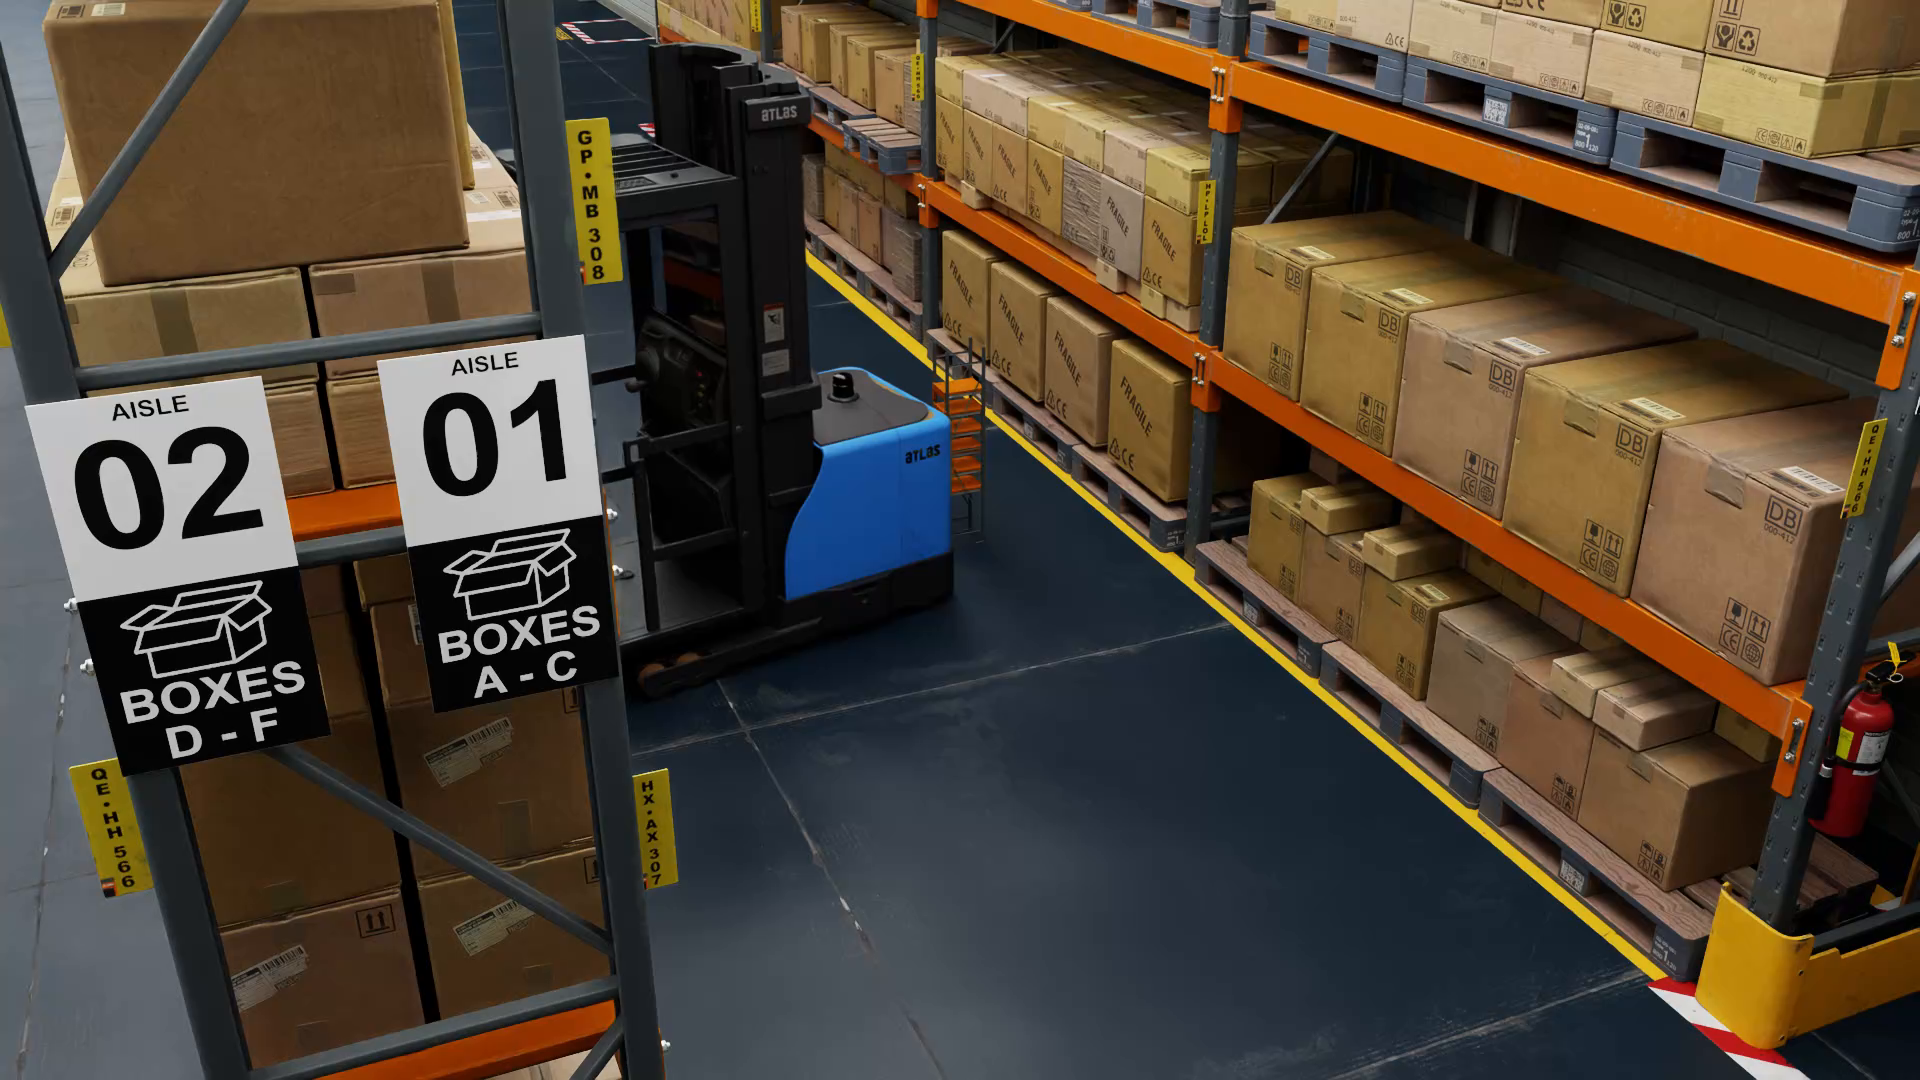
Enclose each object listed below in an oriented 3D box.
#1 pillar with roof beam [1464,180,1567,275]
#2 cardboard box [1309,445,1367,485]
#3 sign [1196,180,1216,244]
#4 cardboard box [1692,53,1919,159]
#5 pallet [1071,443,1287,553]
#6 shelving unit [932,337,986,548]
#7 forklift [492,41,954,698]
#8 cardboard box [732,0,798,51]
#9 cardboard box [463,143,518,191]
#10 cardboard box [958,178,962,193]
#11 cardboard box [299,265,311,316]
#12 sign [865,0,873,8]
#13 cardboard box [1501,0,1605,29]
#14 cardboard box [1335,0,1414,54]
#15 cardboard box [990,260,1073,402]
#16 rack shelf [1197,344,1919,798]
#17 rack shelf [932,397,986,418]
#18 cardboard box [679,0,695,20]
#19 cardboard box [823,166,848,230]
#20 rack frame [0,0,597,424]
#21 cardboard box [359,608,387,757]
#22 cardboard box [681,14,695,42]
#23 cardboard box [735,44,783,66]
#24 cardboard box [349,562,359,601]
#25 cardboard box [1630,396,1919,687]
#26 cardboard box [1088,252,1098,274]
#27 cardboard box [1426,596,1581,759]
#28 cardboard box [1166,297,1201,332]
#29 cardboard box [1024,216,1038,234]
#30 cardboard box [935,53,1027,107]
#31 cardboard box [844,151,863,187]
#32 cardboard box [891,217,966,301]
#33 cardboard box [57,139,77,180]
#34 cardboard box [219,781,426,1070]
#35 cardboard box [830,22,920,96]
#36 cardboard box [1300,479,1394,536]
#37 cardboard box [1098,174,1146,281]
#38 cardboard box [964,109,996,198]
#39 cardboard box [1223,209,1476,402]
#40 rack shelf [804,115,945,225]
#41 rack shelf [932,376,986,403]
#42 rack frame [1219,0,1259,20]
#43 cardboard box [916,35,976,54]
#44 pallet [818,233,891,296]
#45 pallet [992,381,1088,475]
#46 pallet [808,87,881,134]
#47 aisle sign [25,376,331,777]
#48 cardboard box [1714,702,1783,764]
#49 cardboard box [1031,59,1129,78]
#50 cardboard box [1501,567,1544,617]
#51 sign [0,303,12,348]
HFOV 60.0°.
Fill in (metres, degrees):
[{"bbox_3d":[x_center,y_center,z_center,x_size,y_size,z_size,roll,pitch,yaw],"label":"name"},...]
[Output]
[{"bbox_3d":[-1.128,-3.119,5.881,9.100,9.000,0.400,-11,28,-21],"label":"pillar with roof beam"},{"bbox_3d":[2.088,-0.427,8.836,0.380,0.149,0.250,-11,28,-21],"label":"cardboard box"},{"bbox_3d":[1.268,-1.684,8.551,0.100,0.325,0.005,-11,28,-21],"label":"sign"},{"bbox_3d":[2.799,-1.446,5.452,0.500,0.250,0.500,-10,28,-19],"label":"cardboard box"},{"bbox_3d":[1.392,-0.342,10.210,1.003,0.211,1.213,-11,28,-21],"label":"pallet"},{"bbox_3d":[-0.006,-0.545,9.499,0.258,1.200,0.189,-11,28,-21],"label":"shelving unit"},{"bbox_3d":[-1.540,-0.805,8.058,3.031,2.935,1.130,-17,31,-30],"label":"forklift"},{"bbox_3d":[-1.839,-4.943,15.748,0.500,0.500,0.500,-11,28,-21],"label":"cardboard box"},{"bbox_3d":[-1.378,-0.790,4.131,0.500,0.250,0.500,-11,28,-21],"label":"cardboard box"},{"bbox_3d":[0.203,-2.532,11.780,0.380,0.149,0.250,-10,28,-20],"label":"cardboard box"},{"bbox_3d":[-1.575,-0.766,4.653,0.500,0.250,0.500,-11,28,-21],"label":"cardboard box"},{"bbox_3d":[-0.860,-5.143,15.546,0.100,0.325,0.005,-11,28,-21],"label":"sign"},{"bbox_3d":[2.394,-2.195,6.131,0.500,0.500,0.500,-12,28,-23],"label":"cardboard box"},{"bbox_3d":[1.978,-2.278,7.157,0.500,0.250,0.500,-11,28,-22],"label":"cardboard box"},{"bbox_3d":[0.701,-1.460,11.293,0.750,0.750,0.750,-11,28,-21],"label":"cardboard box"},{"bbox_3d":[2.547,-0.166,7.491,1.077,0.370,4.000,-11,28,-21],"label":"rack shelf"},{"bbox_3d":[-0.006,-0.721,9.413,0.258,0.103,0.180,-11,28,-21],"label":"rack shelf"},{"bbox_3d":[-2.645,-5.764,17.431,0.500,0.500,0.500,-12,28,-22],"label":"cardboard box"},{"bbox_3d":[-0.817,-3.106,15.041,0.700,0.500,0.500,-11,28,-22],"label":"cardboard box"},{"bbox_3d":[-1.227,-1.525,2.617,1.000,3.000,0.127,-11,28,-21],"label":"rack frame"},{"bbox_3d":[-1.559,0.491,5.212,0.500,0.500,0.500,-11,28,-21],"label":"cardboard box"},{"bbox_3d":[-2.627,-5.417,17.575,0.500,0.250,0.500,-11,28,-21],"label":"cardboard box"},{"bbox_3d":[-1.834,-4.607,15.915,0.500,0.250,0.500,-11,28,-20],"label":"cardboard box"},{"bbox_3d":[-1.761,-0.165,5.416,0.500,0.500,0.500,-11,28,-21],"label":"cardboard box"},{"bbox_3d":[3.121,-0.021,6.032,0.980,0.700,0.700,-9,28,-18],"label":"cardboard box"},{"bbox_3d":[0.998,-1.697,10.071,0.380,0.149,0.250,-11,28,-21],"label":"cardboard box"},{"bbox_3d":[2.570,0.582,7.509,0.700,0.500,0.500,-12,28,-22],"label":"cardboard box"},{"bbox_3d":[1.371,-1.281,9.218,0.380,0.149,0.250,-10,28,-20],"label":"cardboard box"},{"bbox_3d":[0.642,-2.120,10.937,0.380,0.149,0.250,-10,28,-20],"label":"cardboard box"},{"bbox_3d":[0.149,-3.197,11.548,0.500,0.250,0.500,-10,28,-19],"label":"cardboard box"},{"bbox_3d":[-0.683,-3.257,14.494,0.500,0.250,0.500,-11,28,-22],"label":"cardboard box"},{"bbox_3d":[-0.133,-2.268,13.323,0.700,0.500,0.500,-10,28,-20],"label":"cardboard box"},{"bbox_3d":[-2.051,-0.902,4.361,0.500,0.250,0.500,-11,28,-21],"label":"cardboard box"},{"bbox_3d":[-1.653,0.992,4.186,0.500,0.500,0.500,-10,28,-19],"label":"cardboard box"},{"bbox_3d":[-0.703,-4.070,14.052,0.700,0.500,0.500,-7,27,-14],"label":"cardboard box"},{"bbox_3d":[1.928,-0.164,8.299,0.380,0.149,0.250,-10,28,-19],"label":"cardboard box"},{"bbox_3d":[1.142,-1.832,9.607,0.500,0.500,0.500,-10,28,-20],"label":"cardboard box"},{"bbox_3d":[0.348,-2.646,11.275,0.500,0.500,0.500,-10,28,-19],"label":"cardboard box"},{"bbox_3d":[1.961,-1.210,8.467,0.980,0.700,0.700,-10,28,-20],"label":"cardboard box"},{"bbox_3d":[-0.586,-3.396,14.106,1.077,0.370,4.000,-11,28,-21],"label":"rack shelf"},{"bbox_3d":[-0.006,-0.829,9.360,0.258,0.103,0.180,-11,28,-21],"label":"rack shelf"},{"bbox_3d":[1.763,-3.992,7.671,1.000,3.000,0.127,-11,28,-21],"label":"rack frame"},{"bbox_3d":[-0.105,-3.707,12.569,0.380,0.149,0.250,-16,30,-29],"label":"cardboard box"},{"bbox_3d":[-0.582,-2.466,14.560,1.003,0.211,1.213,-11,28,-21],"label":"pallet"},{"bbox_3d":[0.910,-0.835,11.220,1.003,0.211,1.213,-11,28,-21],"label":"pallet"},{"bbox_3d":[-0.616,-3.617,13.959,1.003,0.211,1.213,-11,28,-21],"label":"pallet"},{"bbox_3d":[-1.482,0.083,3.199,0.394,0.787,0.004,-11,28,-21],"label":"aisle sign"},{"bbox_3d":[3.197,0.712,6.504,0.380,0.149,0.250,-10,28,-20],"label":"cardboard box"},{"bbox_3d":[0.813,-3.088,11.325,0.500,0.250,0.500,-12,28,-22],"label":"cardboard box"},{"bbox_3d":[2.699,0.200,7.552,0.380,0.149,0.250,-10,28,-20],"label":"cardboard box"},{"bbox_3d":[-1.745,-0.488,2.902,0.100,0.325,0.005,-11,28,-21],"label":"sign"}]
